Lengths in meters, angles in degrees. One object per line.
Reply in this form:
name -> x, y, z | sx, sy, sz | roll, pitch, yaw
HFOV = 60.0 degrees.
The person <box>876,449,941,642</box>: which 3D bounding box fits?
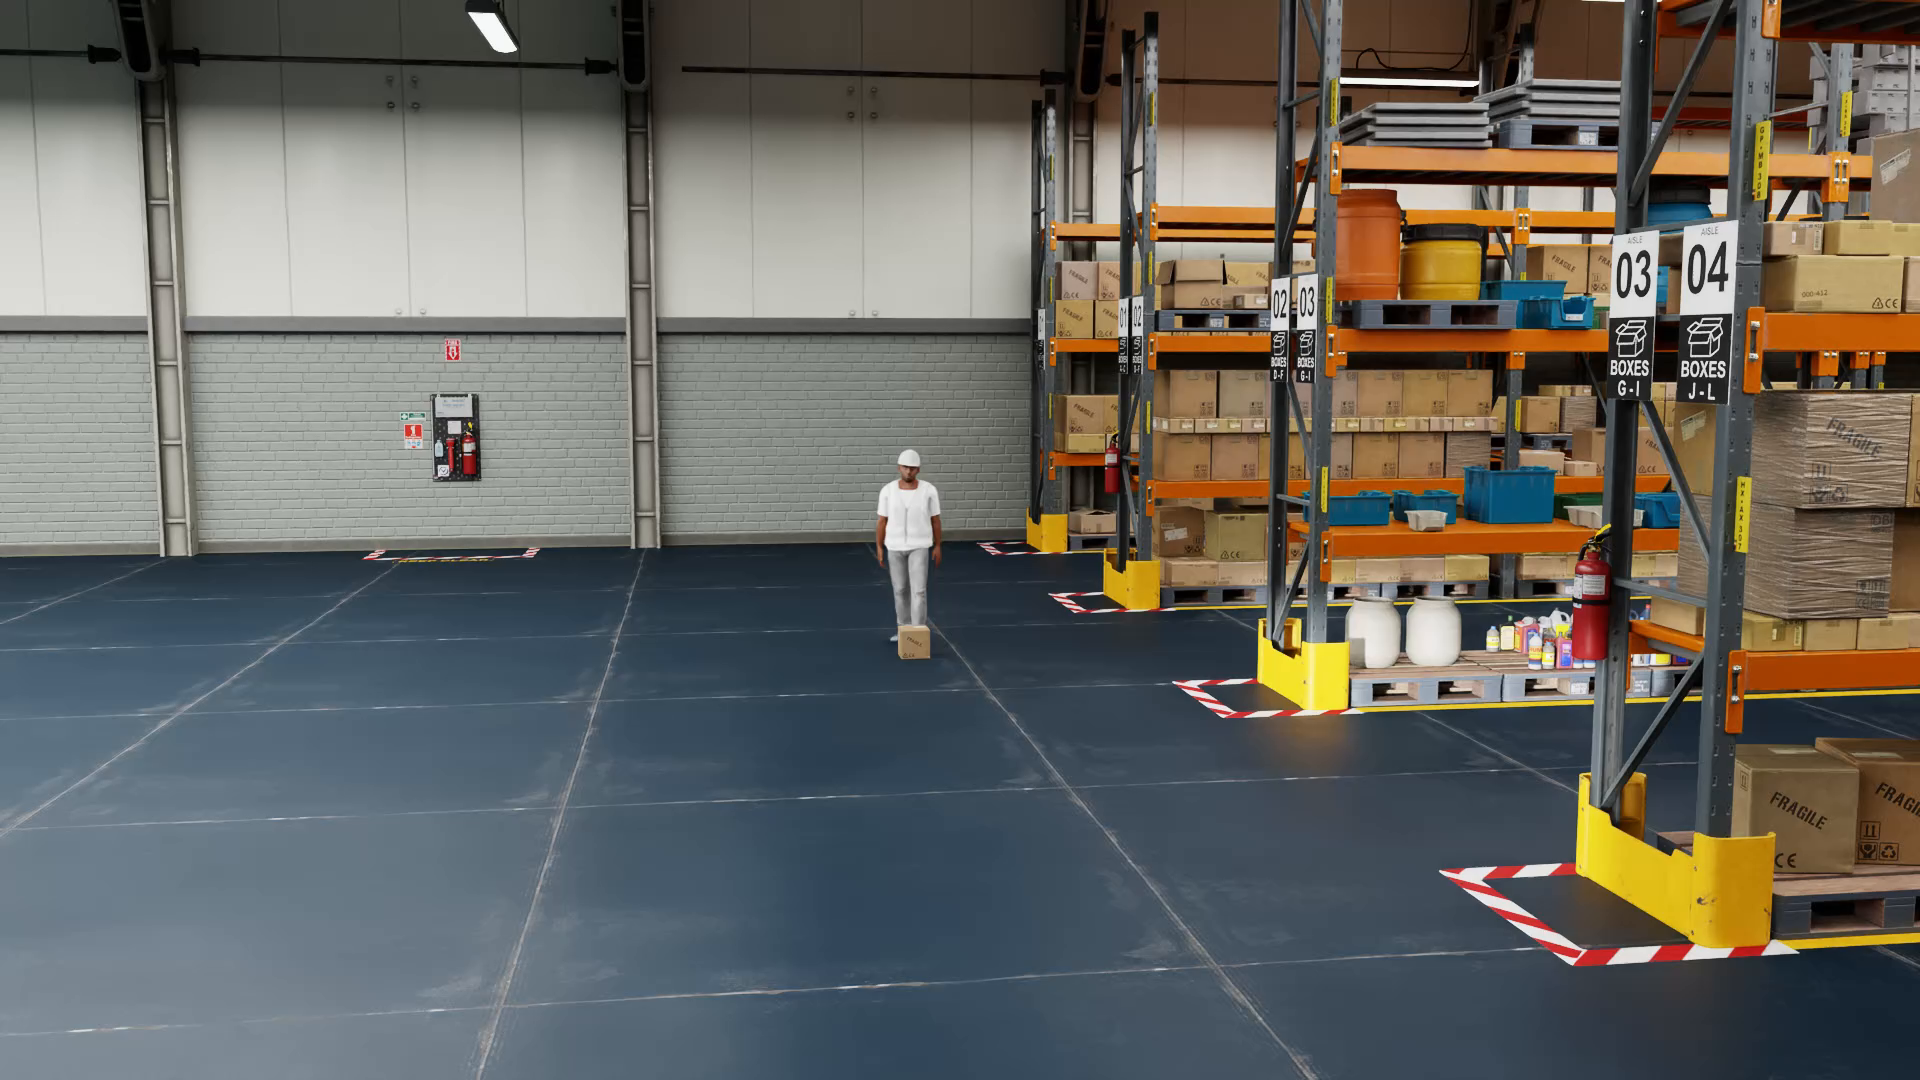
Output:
person -> -0.472, 0.078, 14.849 | 0.579, 1.768, 0.686 | 1, 7, 8
